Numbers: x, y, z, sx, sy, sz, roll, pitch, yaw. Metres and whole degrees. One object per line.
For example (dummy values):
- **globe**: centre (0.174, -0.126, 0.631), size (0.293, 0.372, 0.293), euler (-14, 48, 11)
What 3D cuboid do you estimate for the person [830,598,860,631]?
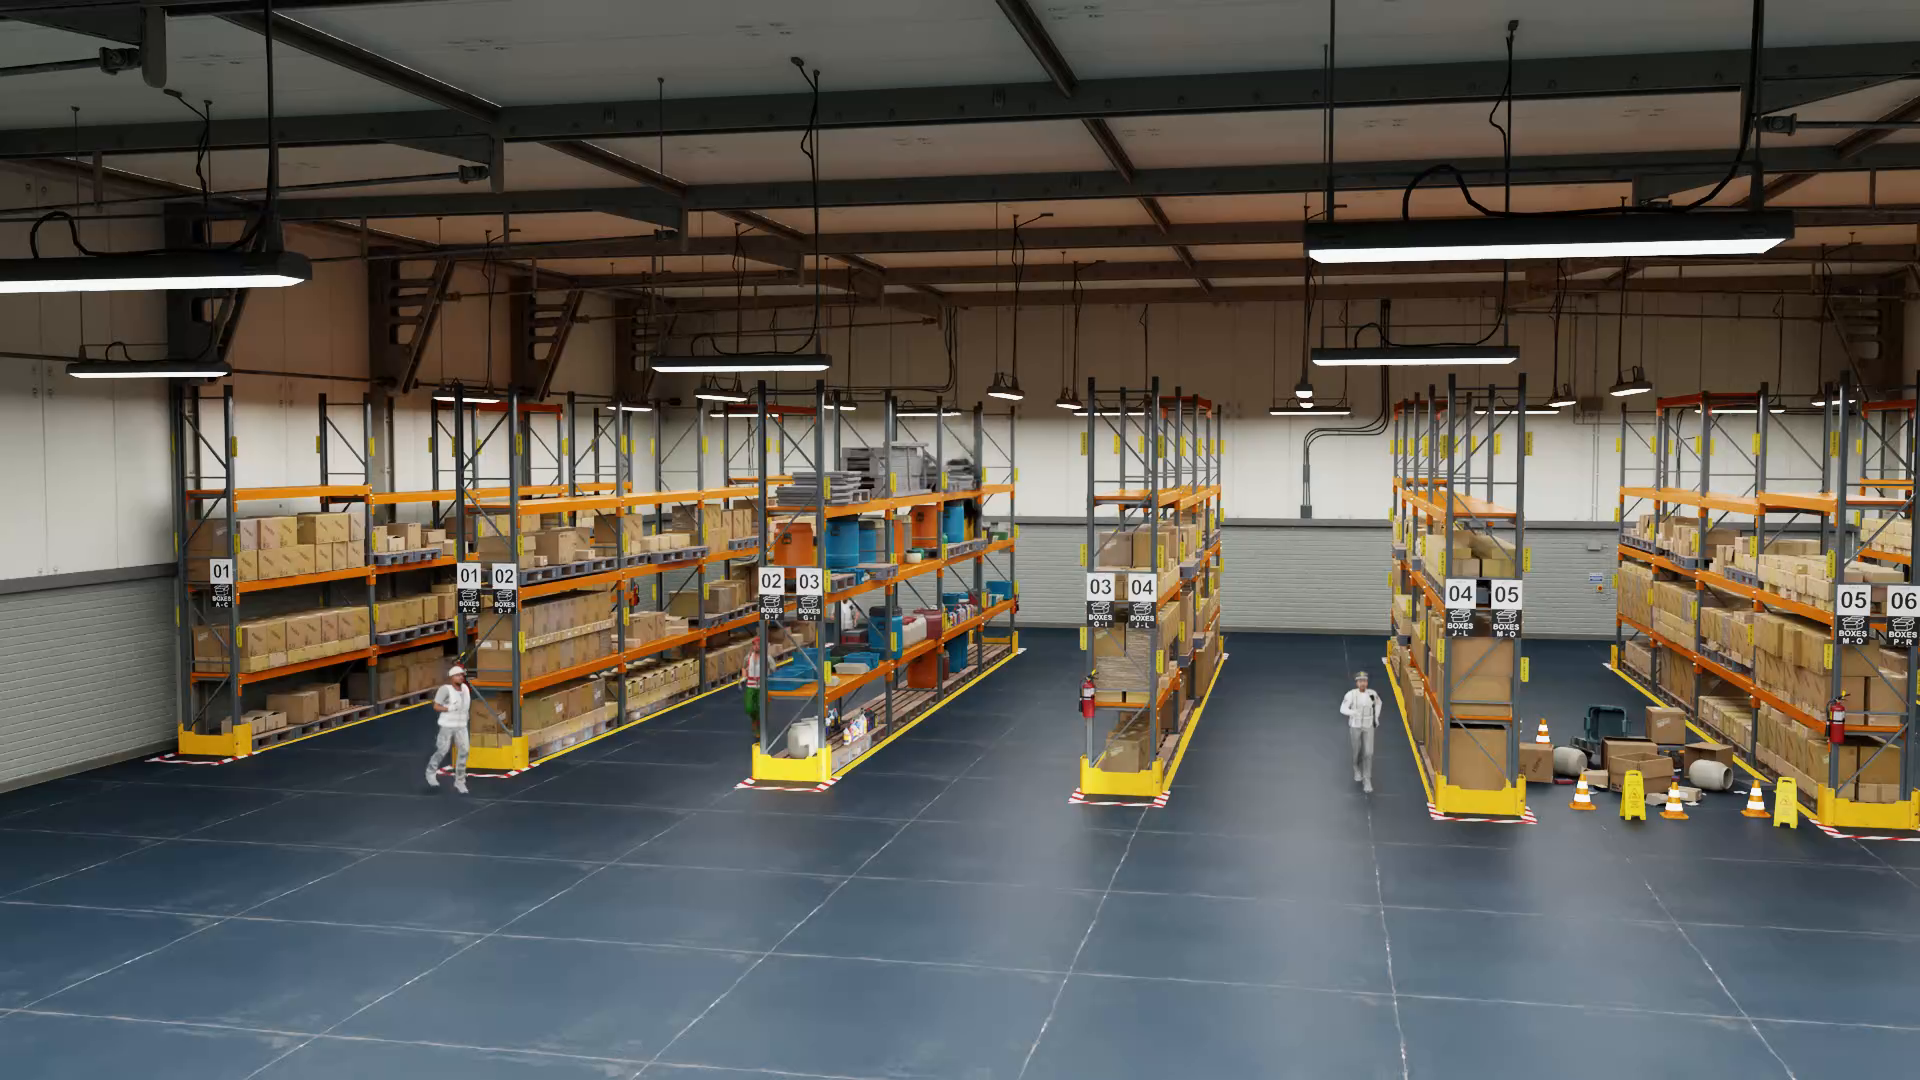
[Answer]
- **person**: centre (-2.614, 2.012, 37.753), size (0.664, 1.790, 0.944), euler (0, 3, 0)

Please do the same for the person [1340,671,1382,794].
- **person**: centre (5.885, 2.775, 24.399), size (0.604, 1.729, 0.854), euler (1, 3, 12)

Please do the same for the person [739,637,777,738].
- **person**: centre (-3.480, 2.535, 28.523), size (0.665, 1.737, 0.582), euler (1, 3, 10)

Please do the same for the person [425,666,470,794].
- **person**: centre (-7.410, 2.752, 24.275), size (0.838, 1.826, 0.672), euler (3, 4, 38)
